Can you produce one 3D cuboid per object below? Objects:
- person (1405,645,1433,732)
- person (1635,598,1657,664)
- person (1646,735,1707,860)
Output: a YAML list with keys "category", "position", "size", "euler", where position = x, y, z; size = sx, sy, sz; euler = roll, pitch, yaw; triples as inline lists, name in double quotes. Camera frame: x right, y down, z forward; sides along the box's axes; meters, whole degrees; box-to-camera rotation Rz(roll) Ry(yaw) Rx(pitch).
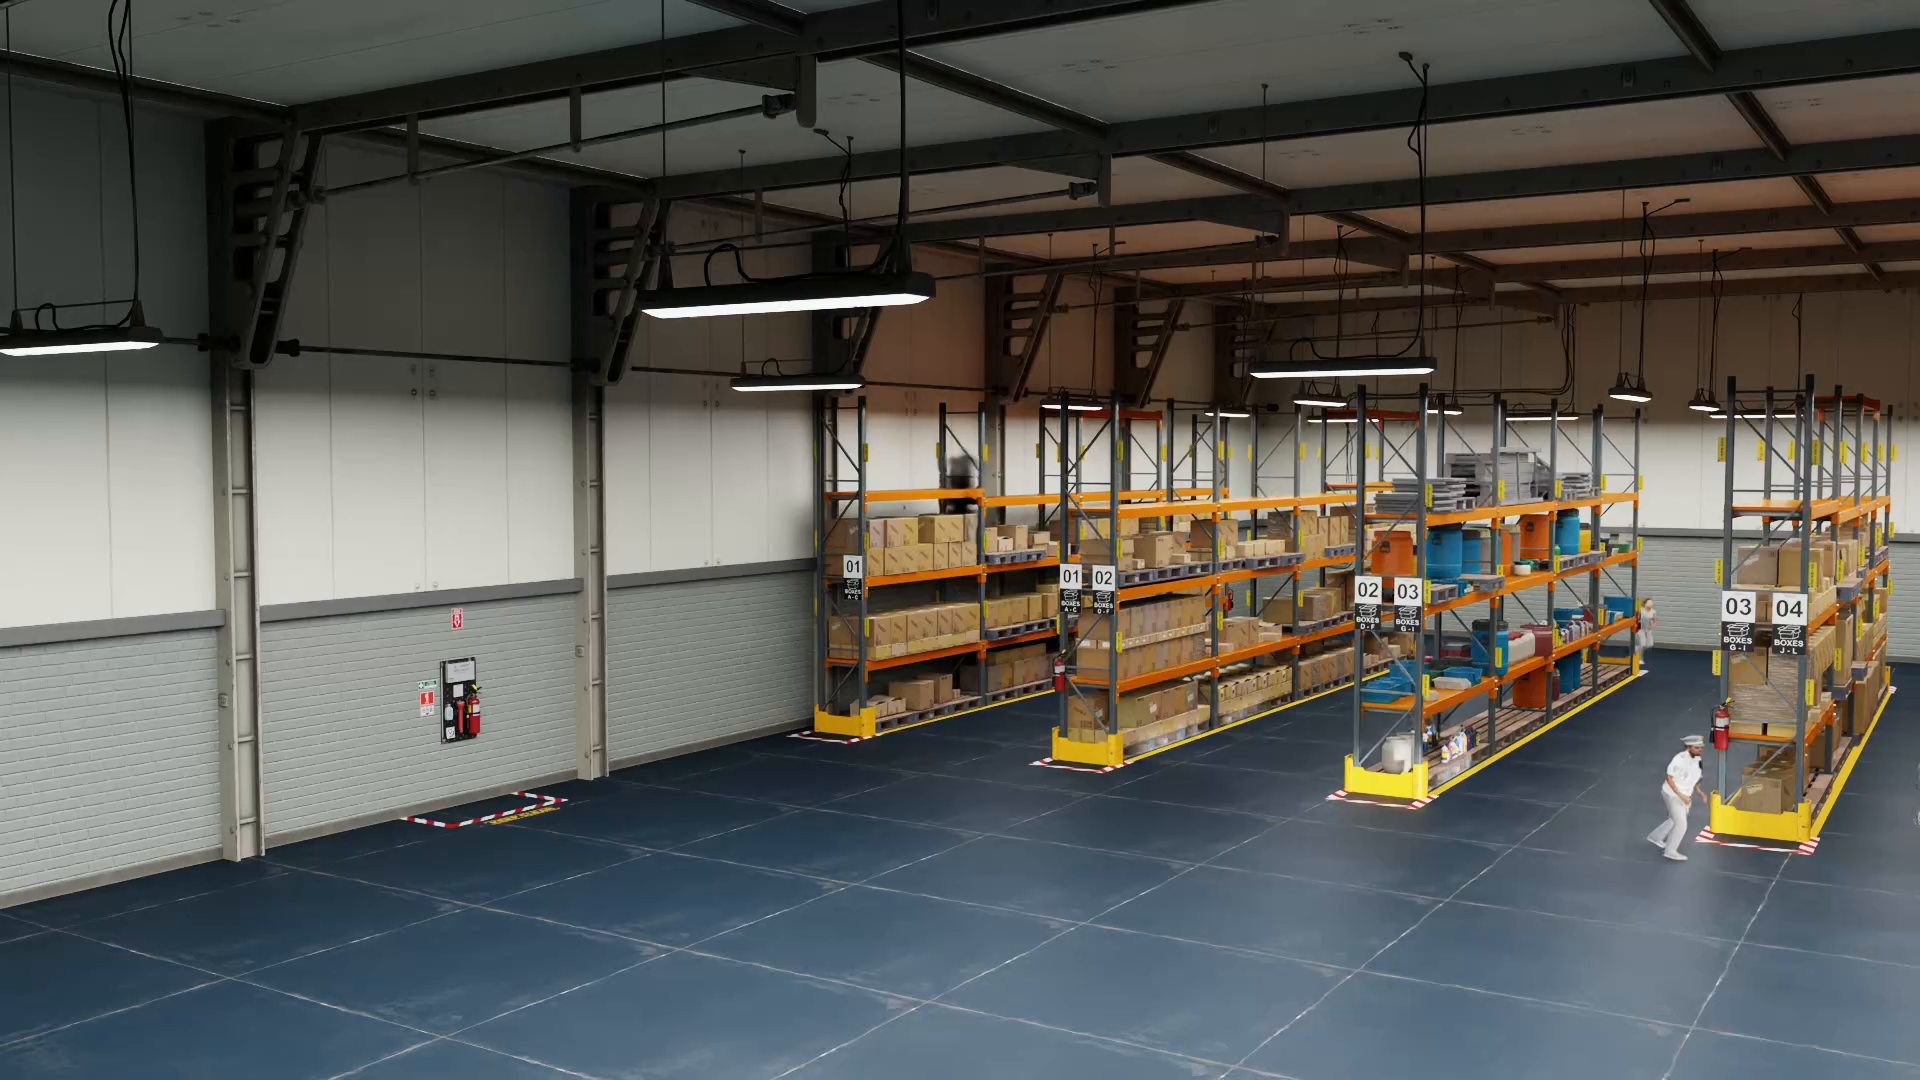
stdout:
- category: "person"
  position: [8.087, 2.651, 29.314]
  size: [0.709, 1.627, 0.851]
  euler: [0, 3, 6]
- category: "person"
  position: [16.242, 2.161, 39.559]
  size: [0.655, 1.583, 0.541]
  euler: [-1, 3, -17]
- category: "person"
  position: [8.816, 3.136, 20.508]
  size: [0.584, 1.581, 0.800]
  euler: [-2, 4, -37]
